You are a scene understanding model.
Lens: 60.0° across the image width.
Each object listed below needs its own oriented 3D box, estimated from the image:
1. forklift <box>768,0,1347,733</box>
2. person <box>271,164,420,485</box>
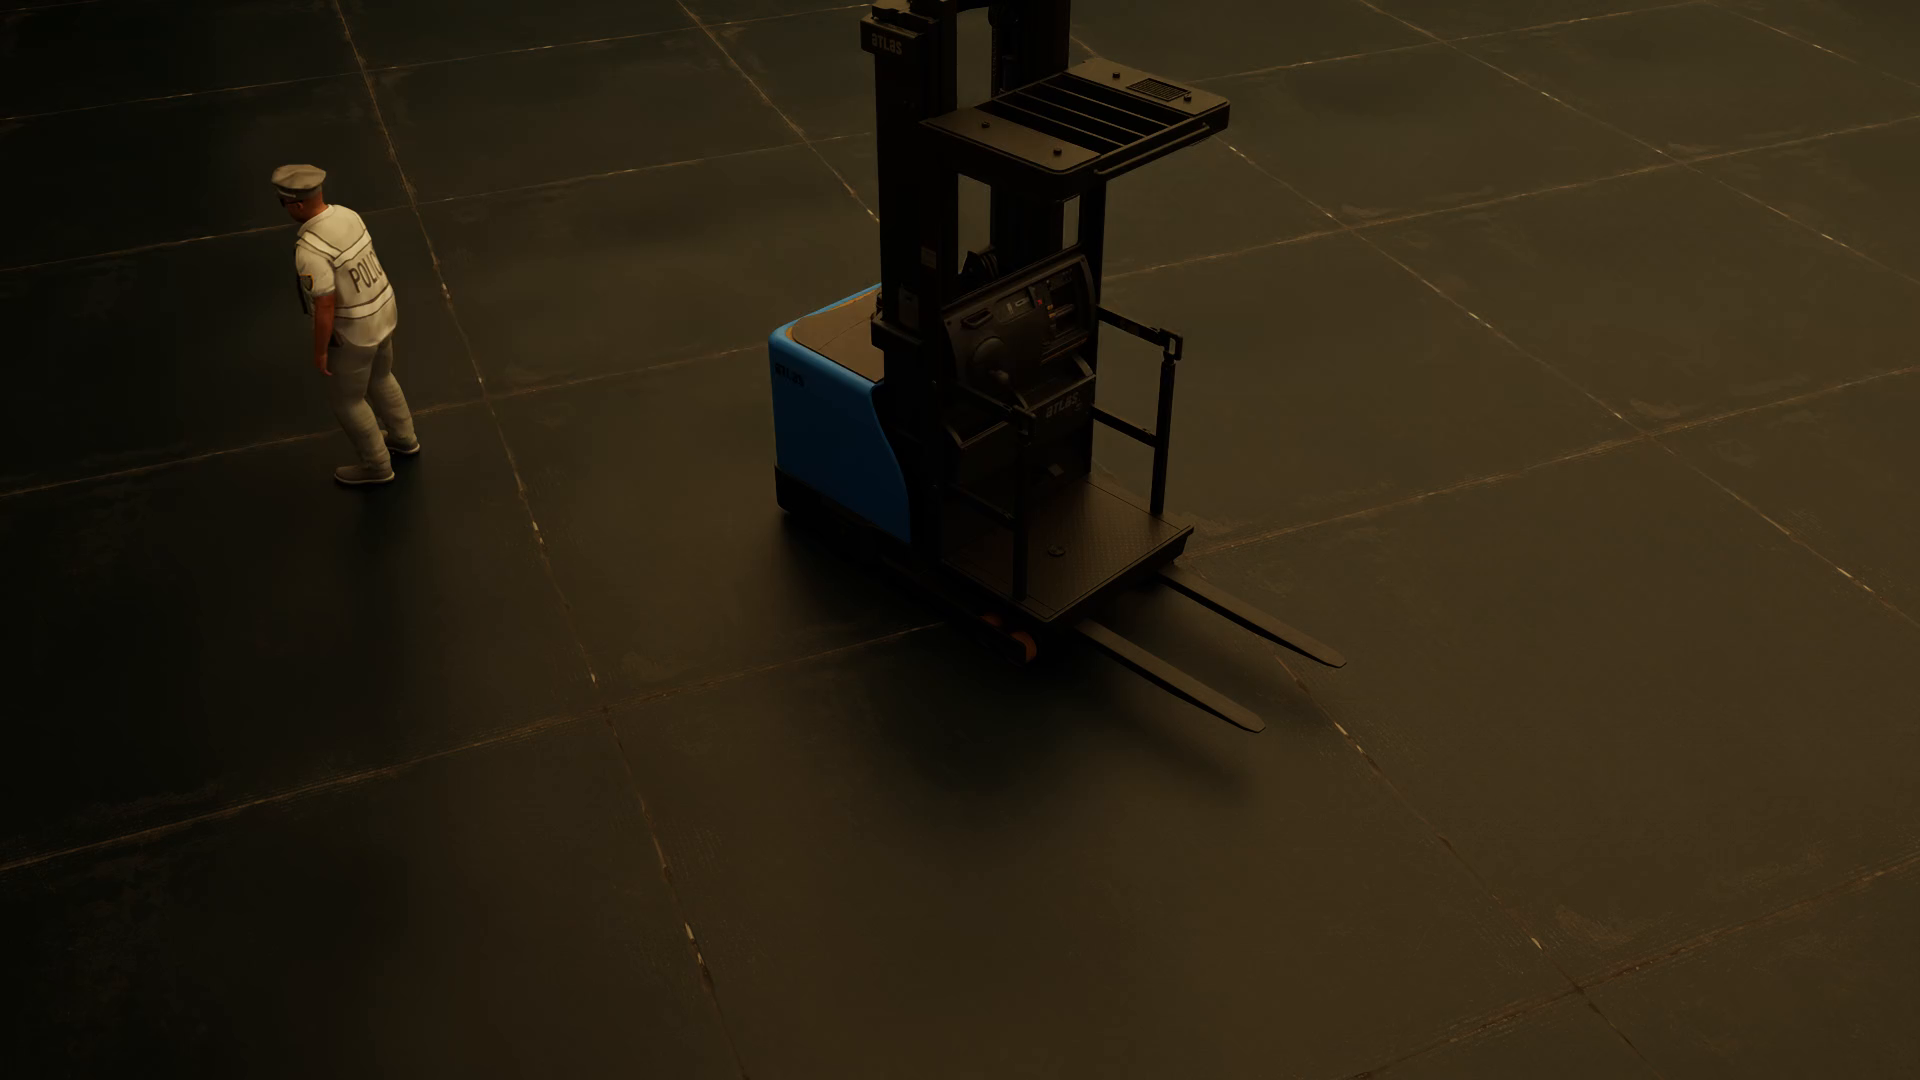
[{"bbox_3d":[0.432,-0.946,7.429,3.031,2.935,1.130,30,45,35],"label":"forklift"},{"bbox_3d":[-3.176,-1.112,8.680,0.437,1.750,0.607,6,36,9],"label":"person"}]
